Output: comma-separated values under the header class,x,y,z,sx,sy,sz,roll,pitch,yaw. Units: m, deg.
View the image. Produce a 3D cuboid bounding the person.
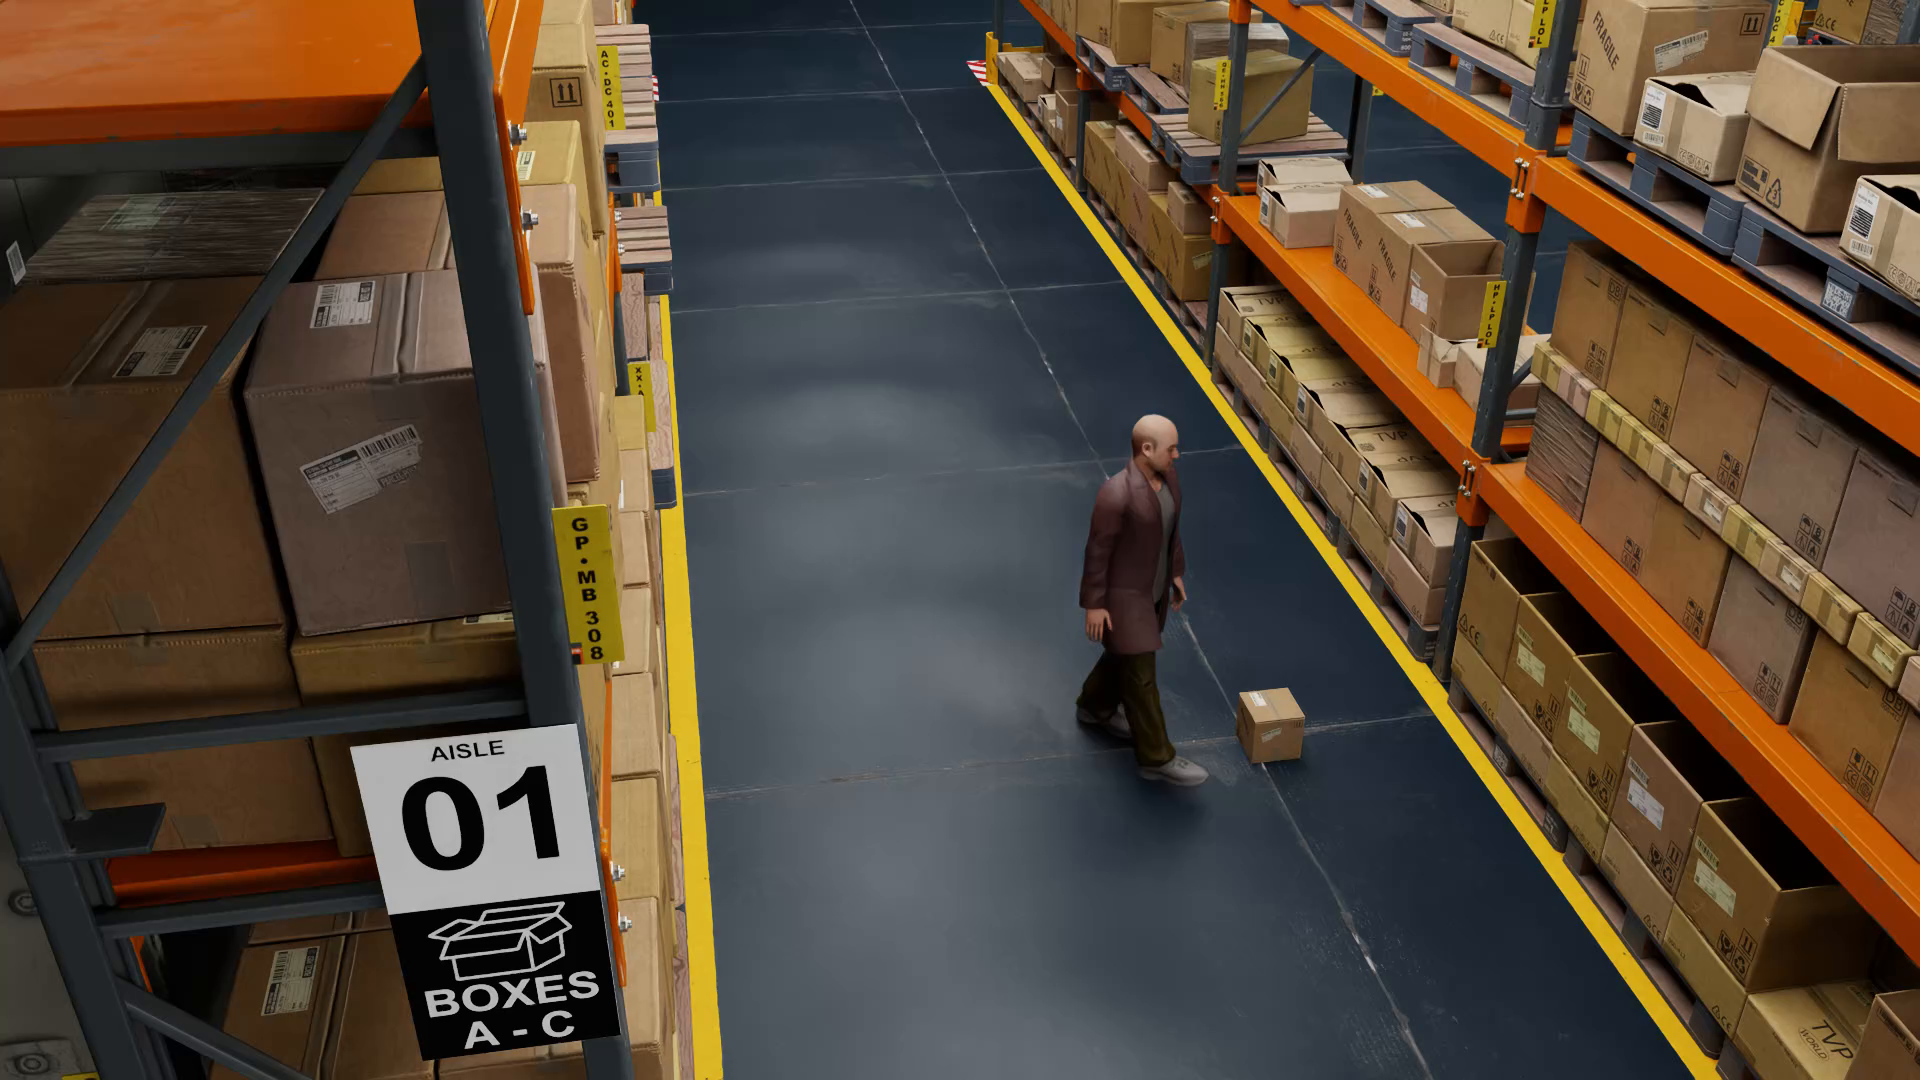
class,x,y,z,sx,sy,sz,roll,pitch,yaw
person,0.897,0.267,7.667,0.854,1.749,0.615,21,36,31
